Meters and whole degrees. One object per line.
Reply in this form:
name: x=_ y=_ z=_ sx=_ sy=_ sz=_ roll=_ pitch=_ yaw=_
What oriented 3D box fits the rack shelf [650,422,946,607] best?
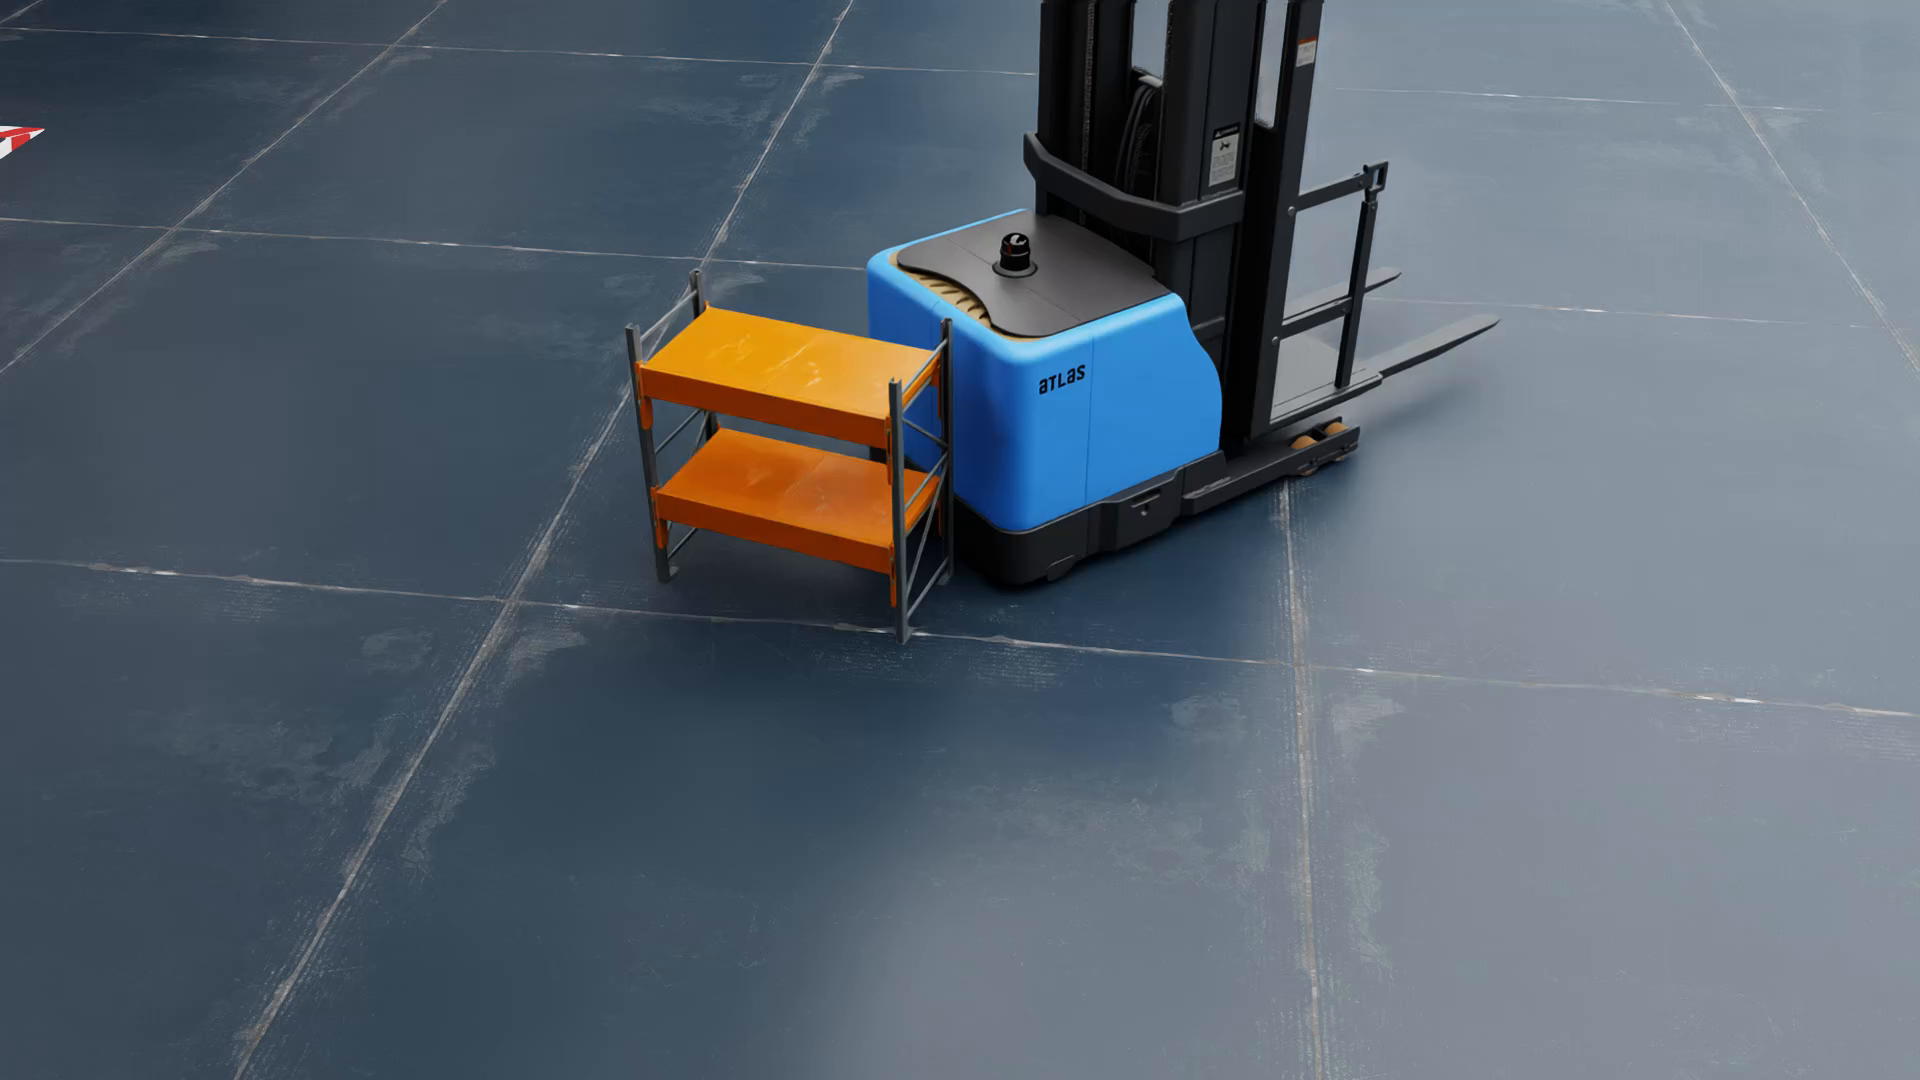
rack shelf: x=-0.603 y=-0.112 z=6.360 sx=1.000 sy=0.278 sz=0.538 roll=13 pitch=38 yaw=18

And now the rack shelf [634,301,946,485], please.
rack shelf: x=-0.603 y=-0.549 z=6.048 sx=1.000 sy=0.278 sz=0.538 roll=13 pitch=38 yaw=18

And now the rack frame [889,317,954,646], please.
rack frame: x=-0.132 y=-0.200 z=6.063 sx=0.032 sy=1.125 sz=0.500 roll=13 pitch=38 yaw=18

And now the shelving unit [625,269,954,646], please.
shelving unit: x=-0.603 y=-0.311 z=6.218 sx=1.048 sy=1.125 sz=0.538 roll=13 pitch=38 yaw=18

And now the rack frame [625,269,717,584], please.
rack frame: x=-1.074 y=-0.422 z=6.373 sx=0.032 sy=1.125 sz=0.500 roll=13 pitch=38 yaw=18

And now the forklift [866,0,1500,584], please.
forklift: x=1.116 y=-1.698 z=6.606 sx=3.031 sy=2.935 sz=1.130 roll=-23 pitch=41 yaw=-28
